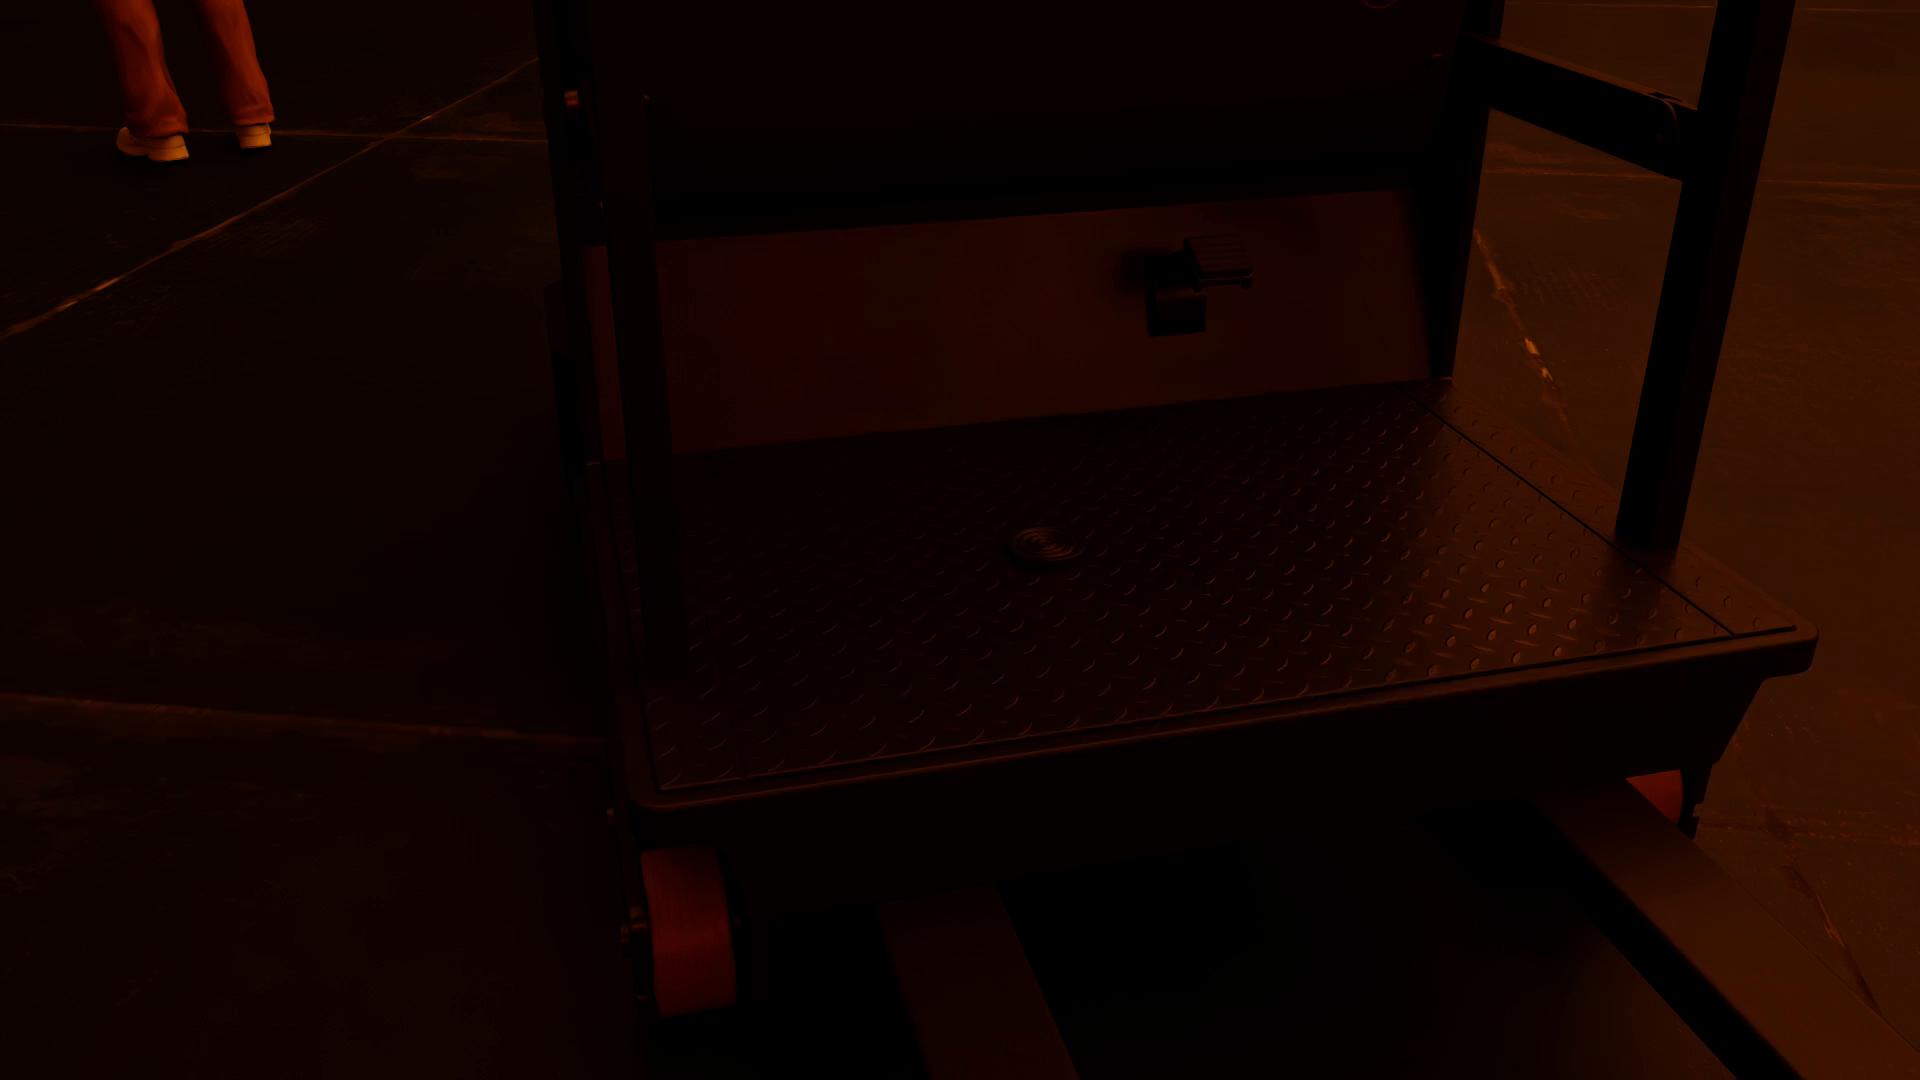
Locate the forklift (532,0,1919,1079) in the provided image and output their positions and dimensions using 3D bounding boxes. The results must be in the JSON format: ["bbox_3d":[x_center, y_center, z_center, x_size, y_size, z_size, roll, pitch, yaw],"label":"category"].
[{"bbox_3d":[0.153,-1.049,1.319,1.130,2.935,3.031,-7,27,-13],"label":"forklift"}]

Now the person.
[{"bbox_3d":[-2.168,-1.847,4.331,0.514,1.671,0.365,-23,34,-38],"label":"person"}]
